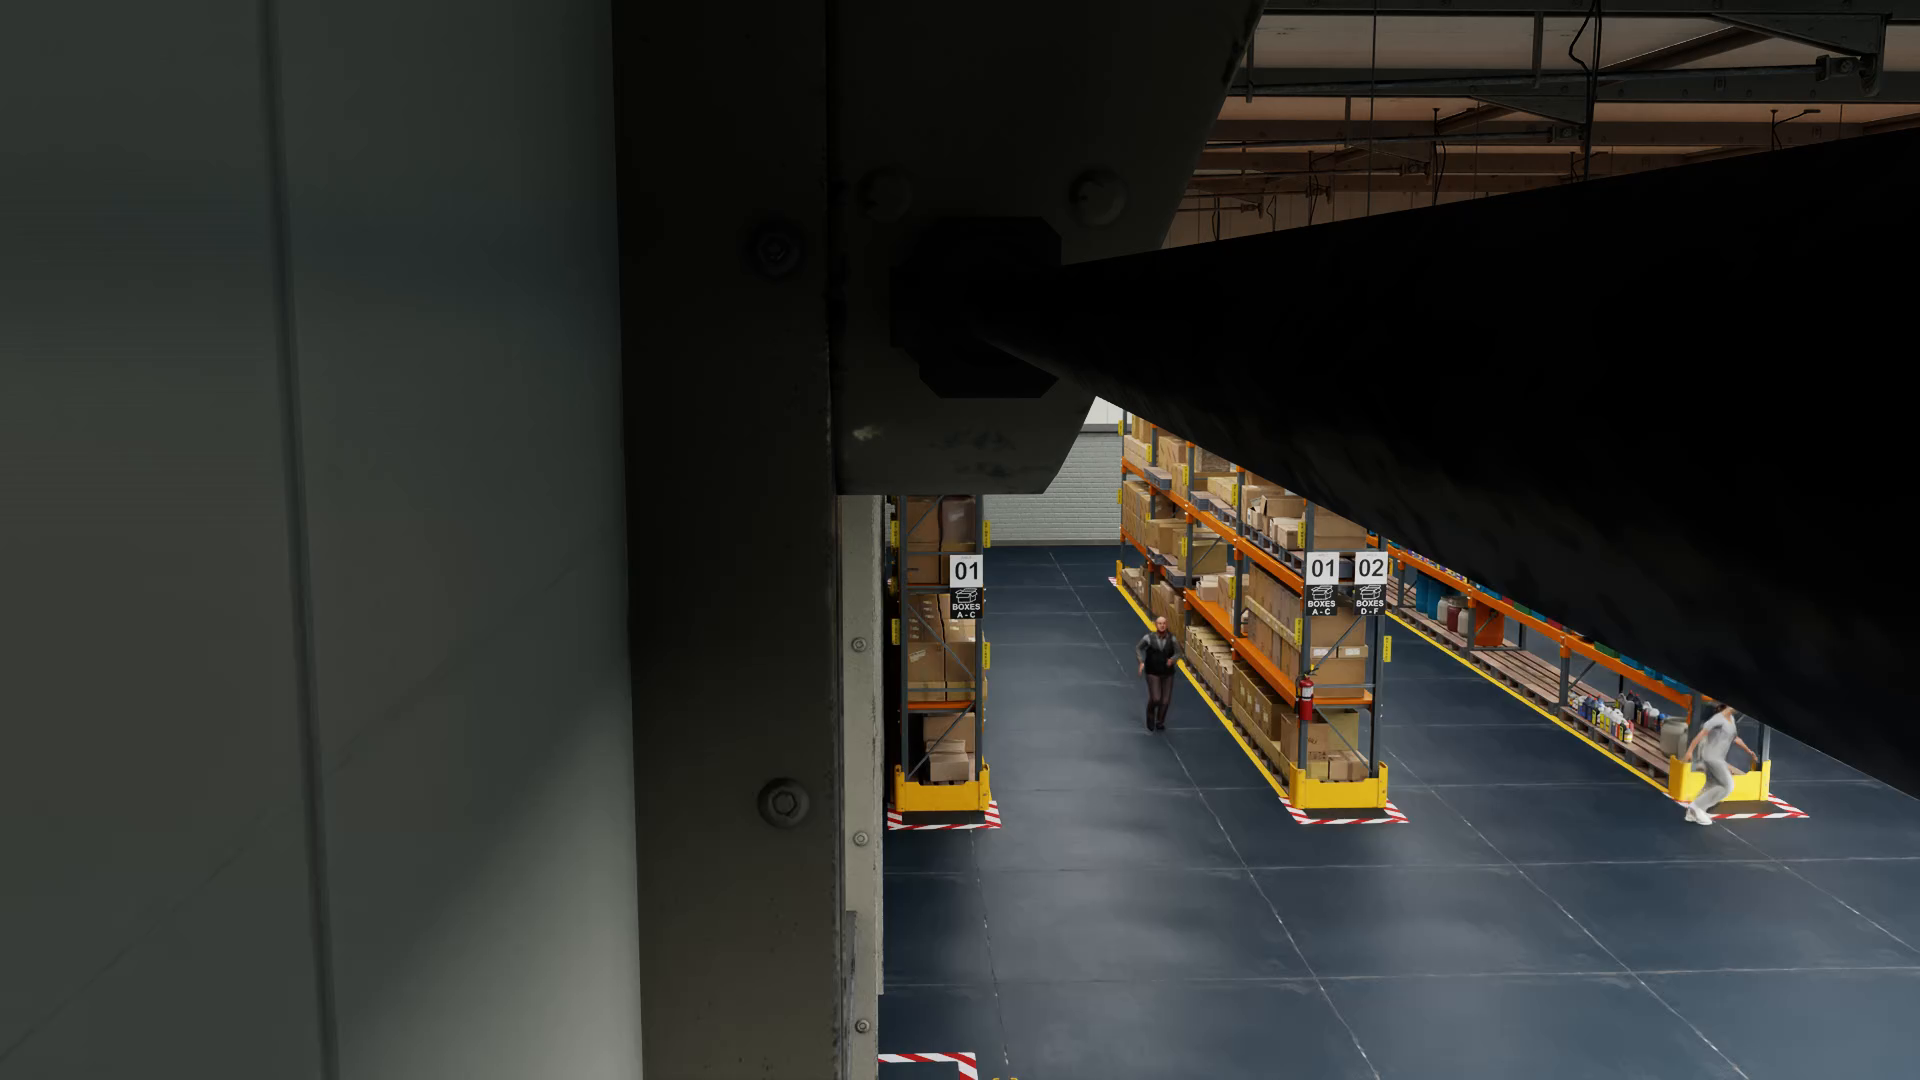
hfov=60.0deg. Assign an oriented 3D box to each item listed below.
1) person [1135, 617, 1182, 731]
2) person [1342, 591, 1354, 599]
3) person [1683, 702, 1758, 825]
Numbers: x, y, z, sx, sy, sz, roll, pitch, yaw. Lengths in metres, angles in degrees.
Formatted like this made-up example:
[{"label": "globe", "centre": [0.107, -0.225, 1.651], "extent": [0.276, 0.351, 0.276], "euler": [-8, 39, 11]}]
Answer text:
[{"label": "person", "centre": [2.889, 1.950, 24.020], "extent": [0.635, 1.680, 0.649], "euler": [-1, 8, -6]}, {"label": "person", "centre": [7.507, 0.809, 32.186], "extent": [0.543, 1.583, 0.826], "euler": [2, 9, 11]}, {"label": "person", "centre": [9.078, 2.617, 19.829], "extent": [0.738, 1.627, 0.549], "euler": [7, 11, 38]}]
